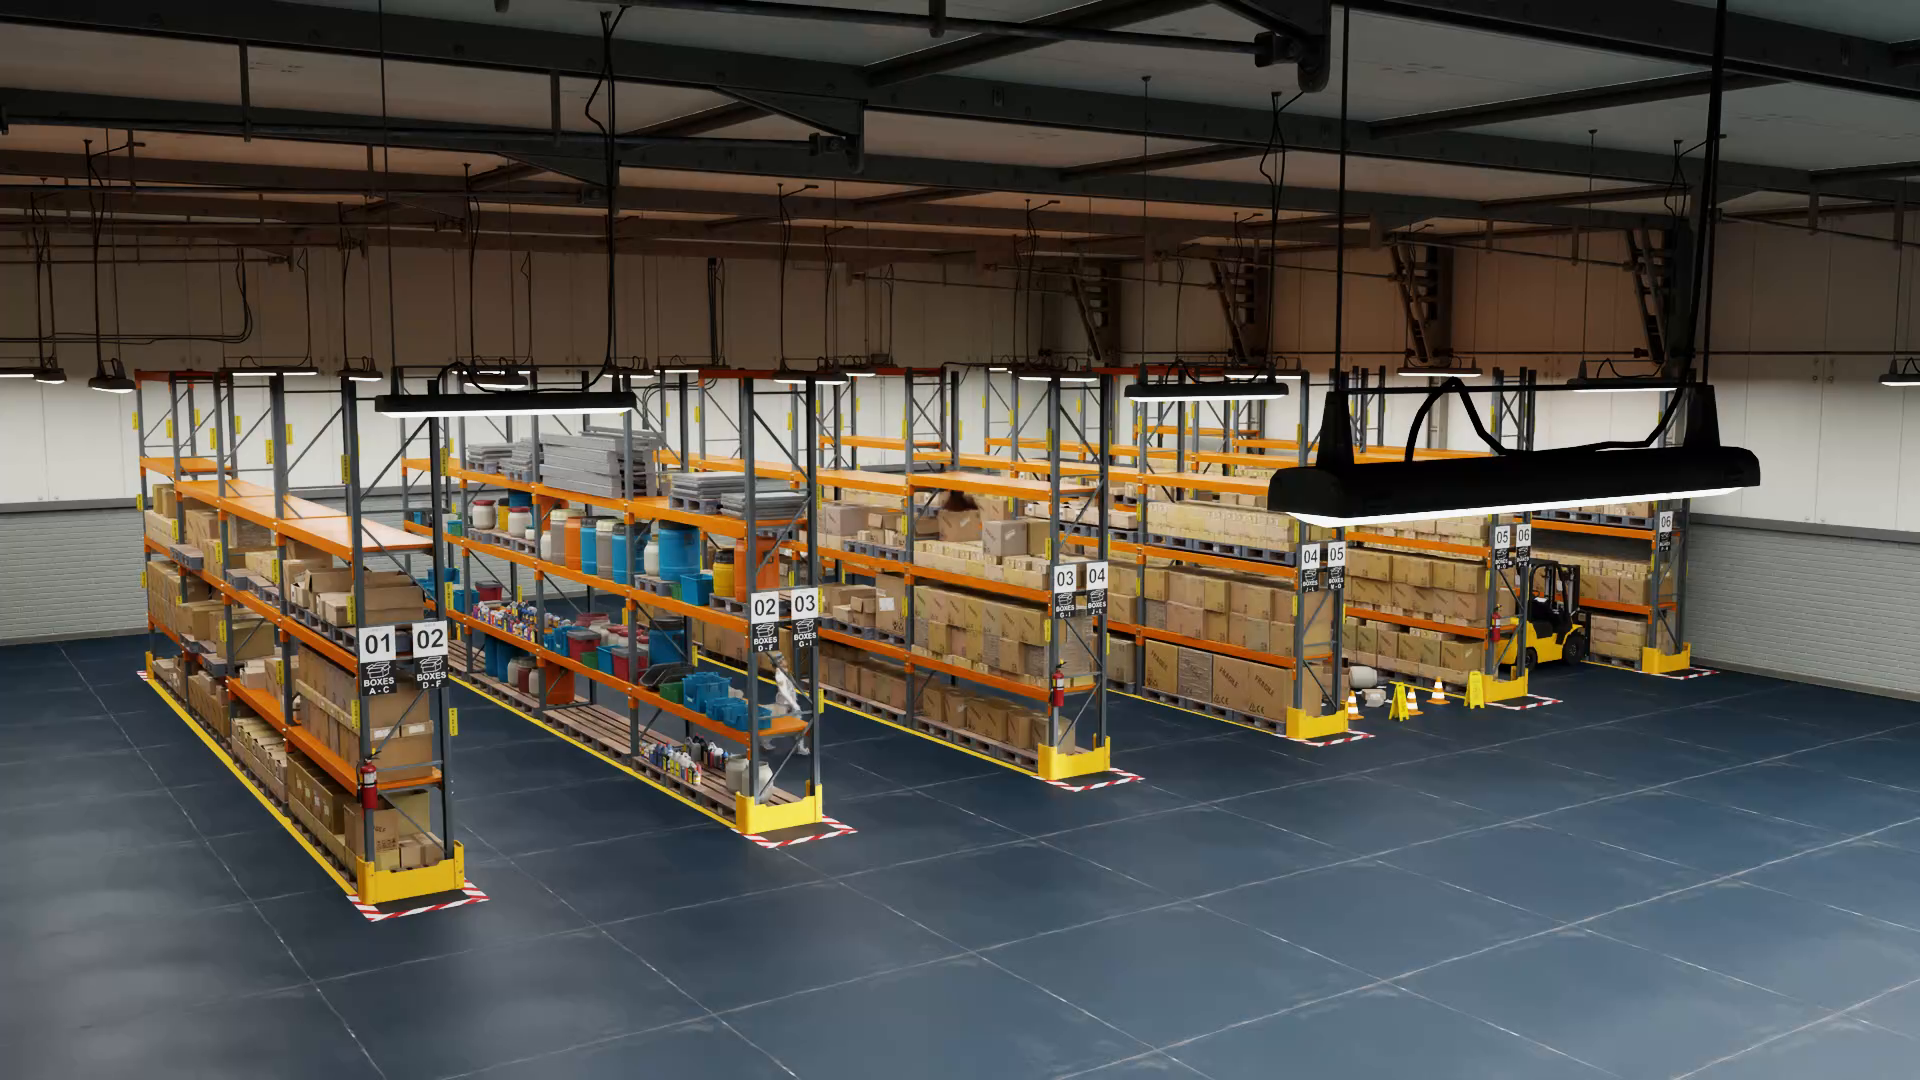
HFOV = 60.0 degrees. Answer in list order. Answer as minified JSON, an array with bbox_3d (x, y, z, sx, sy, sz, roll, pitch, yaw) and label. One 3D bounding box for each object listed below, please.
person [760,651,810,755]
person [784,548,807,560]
[{"bbox_3d":[-2.750,2.566,26.168,0.939,1.645,0.447,5,8,35],"label":"person"},{"bbox_3d":[-4.151,0.694,42.116,0.586,1.749,0.594,2,7,14],"label":"person"}]
